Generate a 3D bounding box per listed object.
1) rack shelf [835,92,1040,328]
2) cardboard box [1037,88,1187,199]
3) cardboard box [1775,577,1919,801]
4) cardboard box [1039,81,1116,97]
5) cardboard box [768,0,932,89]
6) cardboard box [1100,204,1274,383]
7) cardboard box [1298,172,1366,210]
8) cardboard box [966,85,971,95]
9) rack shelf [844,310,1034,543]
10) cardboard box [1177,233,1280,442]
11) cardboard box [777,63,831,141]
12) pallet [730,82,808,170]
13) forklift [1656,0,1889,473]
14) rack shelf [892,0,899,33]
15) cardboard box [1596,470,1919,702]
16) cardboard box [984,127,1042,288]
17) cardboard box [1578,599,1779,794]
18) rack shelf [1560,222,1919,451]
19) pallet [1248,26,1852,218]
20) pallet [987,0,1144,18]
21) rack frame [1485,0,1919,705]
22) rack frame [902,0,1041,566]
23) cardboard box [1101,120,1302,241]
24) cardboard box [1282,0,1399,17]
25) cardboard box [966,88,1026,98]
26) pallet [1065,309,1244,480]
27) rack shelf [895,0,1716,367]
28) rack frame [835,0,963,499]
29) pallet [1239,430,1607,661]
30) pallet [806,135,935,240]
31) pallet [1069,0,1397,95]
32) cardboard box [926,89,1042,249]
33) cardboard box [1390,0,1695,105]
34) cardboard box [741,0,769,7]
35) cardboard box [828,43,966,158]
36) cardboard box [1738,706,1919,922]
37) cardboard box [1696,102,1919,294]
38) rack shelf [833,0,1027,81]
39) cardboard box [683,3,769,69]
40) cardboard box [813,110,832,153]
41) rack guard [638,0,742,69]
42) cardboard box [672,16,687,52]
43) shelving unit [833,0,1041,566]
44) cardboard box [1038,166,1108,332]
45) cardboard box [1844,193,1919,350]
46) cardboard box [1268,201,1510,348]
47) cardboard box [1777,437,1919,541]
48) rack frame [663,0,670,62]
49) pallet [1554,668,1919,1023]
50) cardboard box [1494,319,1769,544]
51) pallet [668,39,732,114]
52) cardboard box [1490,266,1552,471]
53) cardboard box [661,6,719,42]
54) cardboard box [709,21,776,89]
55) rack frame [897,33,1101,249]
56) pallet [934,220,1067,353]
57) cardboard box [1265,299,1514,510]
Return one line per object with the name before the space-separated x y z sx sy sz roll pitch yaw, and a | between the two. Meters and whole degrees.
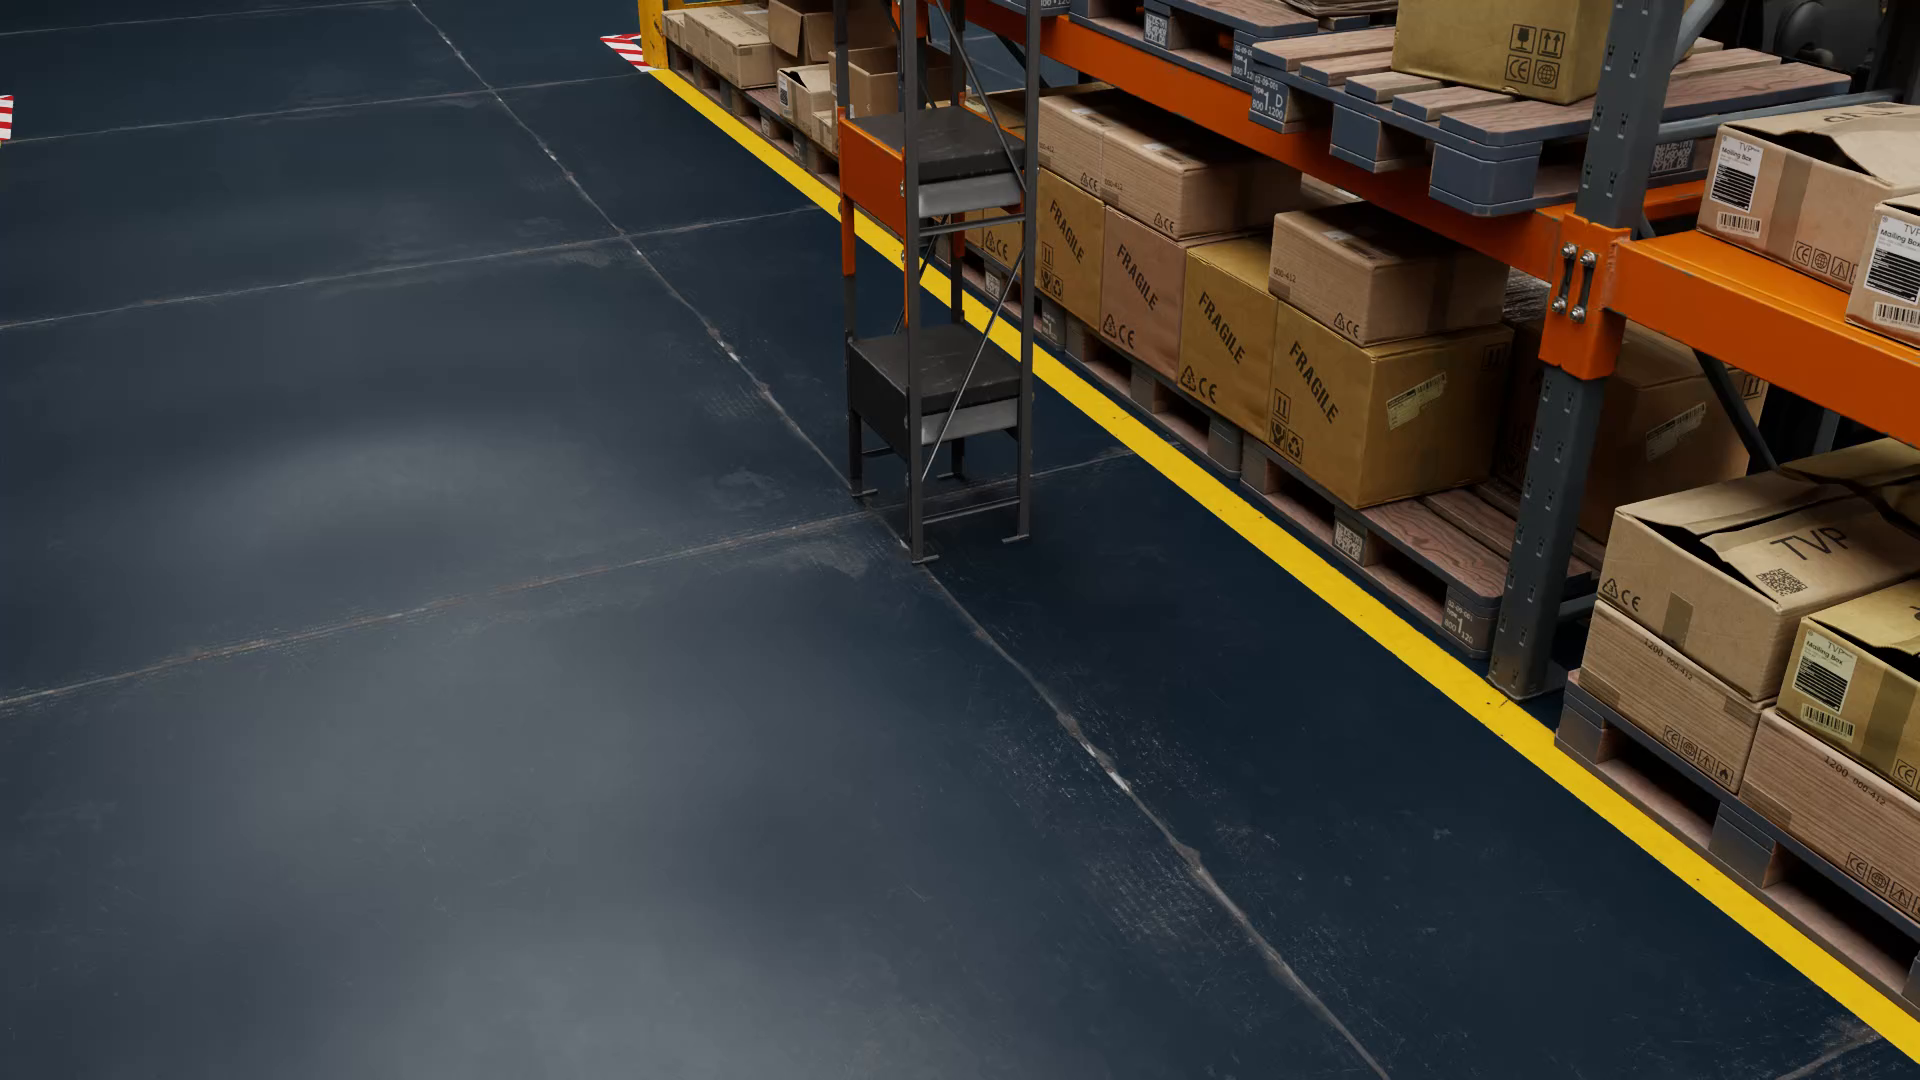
rack shelf | -0.071 -0.977 4.874 0.431 0.518 0.480 -13 32 -22
cardboard box | 0.618 -1.488 6.175 0.500 0.250 0.500 -13 32 -22
cardboard box | 2.111 0.296 3.463 0.500 0.311 0.500 -14 32 -23
cardboard box | 0.672 -1.709 7.337 0.500 0.500 0.500 -13 32 -22
cardboard box | -0.610 -2.697 9.096 0.797 0.503 0.637 -13 32 -22
cardboard box | 0.852 -0.923 5.936 0.500 0.500 0.500 -14 32 -24
cardboard box | 1.312 -1.043 6.150 0.500 0.500 0.500 -14 32 -24
cardboard box | -0.164 -2.332 8.790 0.380 0.166 0.250 -13 32 -22
rack shelf | -0.071 -0.367 5.216 0.431 0.518 0.480 -13 32 -22
cardboard box | 1.083 -0.693 5.524 0.500 0.500 0.500 -14 32 -24
cardboard box | -0.622 -2.308 8.599 0.500 0.311 0.500 -13 32 -22
pallet | -0.620 -2.392 9.301 1.003 0.211 1.213 -13 32 -22
forklift | 3.053 -1.730 5.338 1.130 2.935 3.031 -15 33 -25
rack shelf | -0.657 -3.335 8.867 1.077 0.370 4.000 -13 32 -22
cardboard box | 1.878 0.066 3.874 0.500 0.311 0.500 -12 31 -20
cardboard box | 0.428 -1.369 6.730 0.500 0.500 0.500 -13 32 -21
cardboard box | 1.878 0.311 4.011 0.500 0.250 0.500 -13 32 -22
rack shelf | 2.777 0.199 2.564 1.077 0.370 4.000 -13 32 -22
pallet | 1.564 -1.200 4.519 1.213 0.211 1.003 -13 32 -22
pallet | 0.446 -2.306 6.492 1.003 0.211 1.213 -13 32 -22
rack frame | 1.918 -0.999 3.964 1.000 3.000 0.127 -13 32 -22
rack frame | 0.034 -0.881 4.675 0.400 2.100 0.015 -13 32 -22
cardboard box | 0.834 -1.266 5.780 0.500 0.250 0.500 -14 32 -23
cardboard box | 1.326 -1.924 5.083 0.700 0.500 0.500 -7 30 -13
cardboard box | 0.216 -2.016 8.077 0.500 0.311 0.500 -13 32 -22
pallet | 1.112 -0.658 6.208 1.003 0.211 1.213 -13 32 -22
rack shelf | 1.060 -1.568 5.715 1.077 0.370 4.000 -13 32 -22
rack frame | -0.176 -1.097 5.059 0.400 2.100 0.015 -13 32 -22
pallet | 1.632 -0.120 5.248 1.003 0.211 1.213 -13 32 -22
pallet | -0.093 -1.853 8.338 1.003 0.211 1.213 -13 32 -22
pallet | 1.079 -1.773 5.541 1.003 0.211 1.213 -13 32 -22
cardboard box | 0.189 -1.602 7.147 0.500 0.500 0.500 -15 32 -24
cardboard box | 1.546 -1.480 4.291 0.700 0.500 0.500 -26 38 -38
cardboard box | -1.060 -3.446 10.434 0.500 0.500 0.500 -13 32 -22
cardboard box | -0.300 -2.059 7.961 0.500 0.500 0.500 -13 32 -22
cardboard box | 2.095 0.532 3.616 0.500 0.250 0.500 -14 32 -23
cardboard box | 2.035 -0.790 3.683 0.500 0.311 0.500 -11 31 -19
rack shelf | -0.071 -1.588 4.531 0.431 0.518 0.480 -13 32 -22
cardboard box | -1.324 -3.004 9.903 0.500 0.250 0.500 -13 32 -22
cardboard box | -0.515 -2.059 8.320 0.380 0.149 0.250 -13 32 -22
rack guard | -1.483 -3.409 10.818 1.175 0.500 0.348 -13 32 -22
cardboard box | -1.539 -3.121 10.196 0.380 0.166 0.250 -13 32 -22
shelving unit | -0.071 -0.989 4.867 0.431 2.100 0.503 -13 32 -22
cardboard box | 0.636 -1.147 6.334 0.500 0.500 0.500 -13 32 -21
cardboard box | 2.127 -0.524 3.209 0.500 0.311 0.500 -13 32 -23
cardboard box | 1.277 -0.815 4.976 0.500 0.250 0.500 -12 31 -20
cardboard box | 2.366 -0.047 4.076 0.500 0.311 0.500 -12 32 -21
rack frame | -1.516 -4.532 10.266 1.000 3.000 0.127 -13 32 -22
pallet | 2.237 0.589 3.983 1.003 0.211 1.213 -13 32 -22
cardboard box | 1.981 -0.361 4.933 0.500 0.500 0.500 -12 31 -20
pallet | -1.140 -2.931 10.261 1.003 0.211 1.213 -13 32 -22
cardboard box | 1.751 -0.591 5.344 0.500 0.500 0.500 -14 32 -24
cardboard box | -1.647 -3.224 10.397 0.380 0.149 0.250 -13 32 -22
cardboard box | -1.110 -2.784 9.509 0.500 0.250 0.500 -13 32 -22
rack frame | 0.201 -2.766 7.115 1.000 3.000 0.127 -13 32 -22
pallet | 0.585 -1.198 7.171 1.003 0.211 1.213 -13 32 -22
cardboard box | 1.305 -0.464 5.117 0.500 0.500 0.500 -12 31 -20
